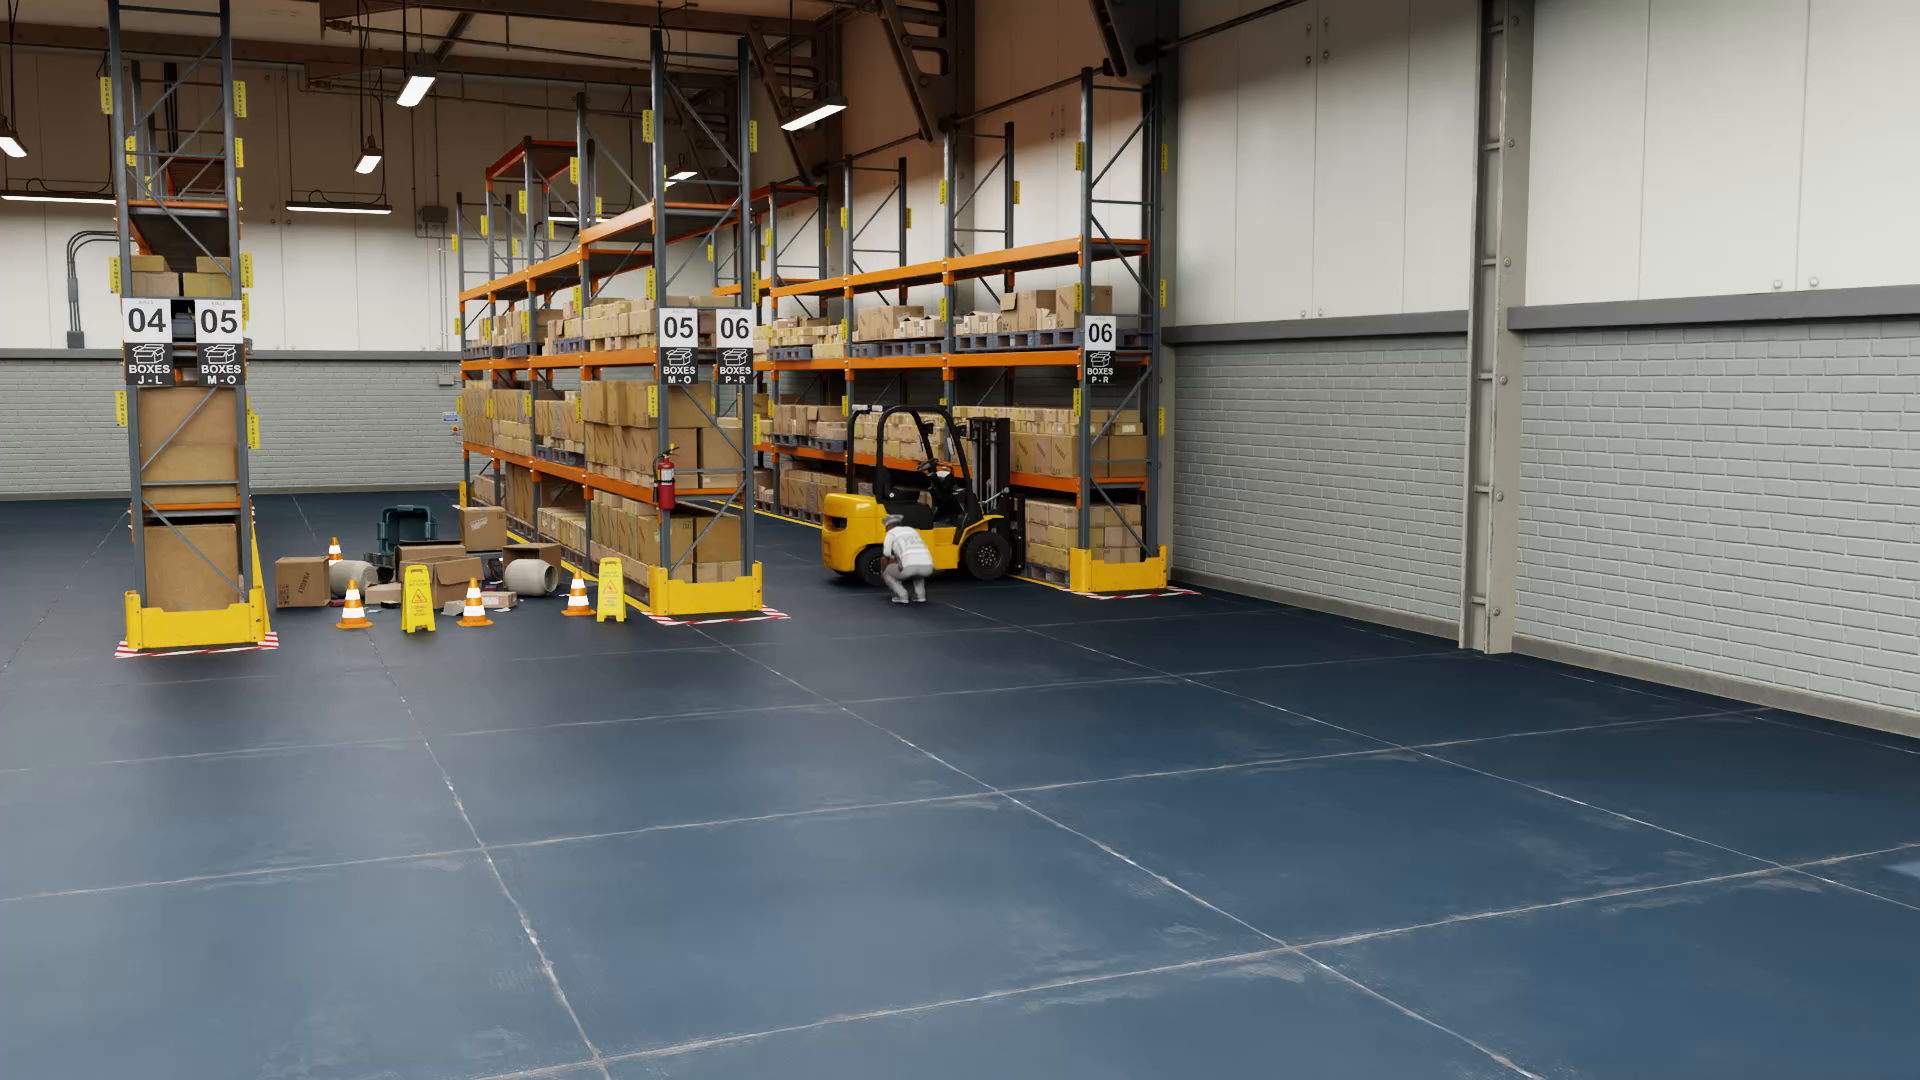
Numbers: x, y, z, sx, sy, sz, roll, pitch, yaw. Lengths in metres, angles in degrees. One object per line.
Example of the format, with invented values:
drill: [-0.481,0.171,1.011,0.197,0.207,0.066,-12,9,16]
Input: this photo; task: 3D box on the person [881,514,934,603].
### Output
person: [-0.613,0.203,18.563,0.455,0.977,0.859,-3,6,-25]
